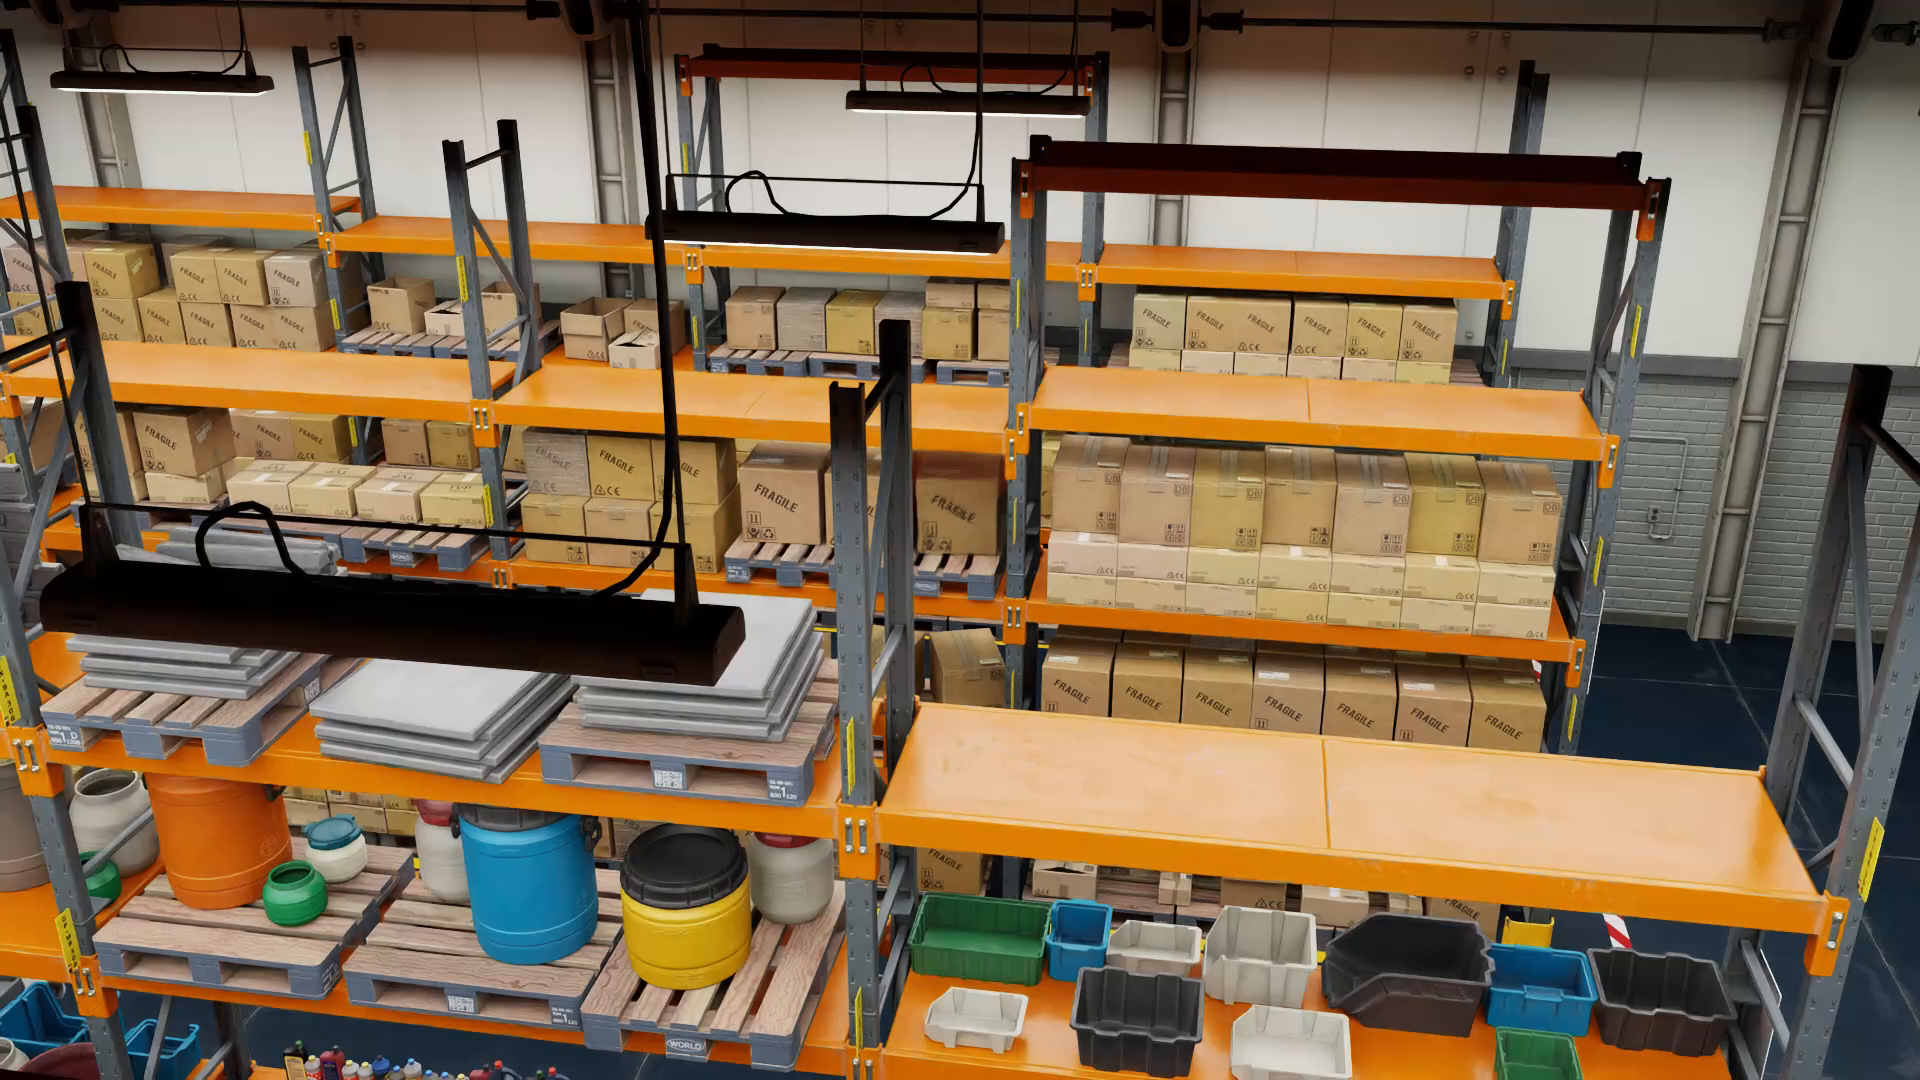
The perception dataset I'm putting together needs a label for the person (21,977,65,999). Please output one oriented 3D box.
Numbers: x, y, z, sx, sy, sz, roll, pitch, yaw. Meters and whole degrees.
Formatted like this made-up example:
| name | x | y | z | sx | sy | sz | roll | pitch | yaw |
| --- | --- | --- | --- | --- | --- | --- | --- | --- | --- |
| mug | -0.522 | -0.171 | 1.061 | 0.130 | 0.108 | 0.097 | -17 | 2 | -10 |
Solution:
| name | x | y | z | sx | sy | sz | roll | pitch | yaw |
| --- | --- | --- | --- | --- | --- | --- | --- | --- | --- |
| person | -6.247 | 3.049 | 10.958 | 0.507 | 1.854 | 0.618 | 13 | 26 | 28 |
